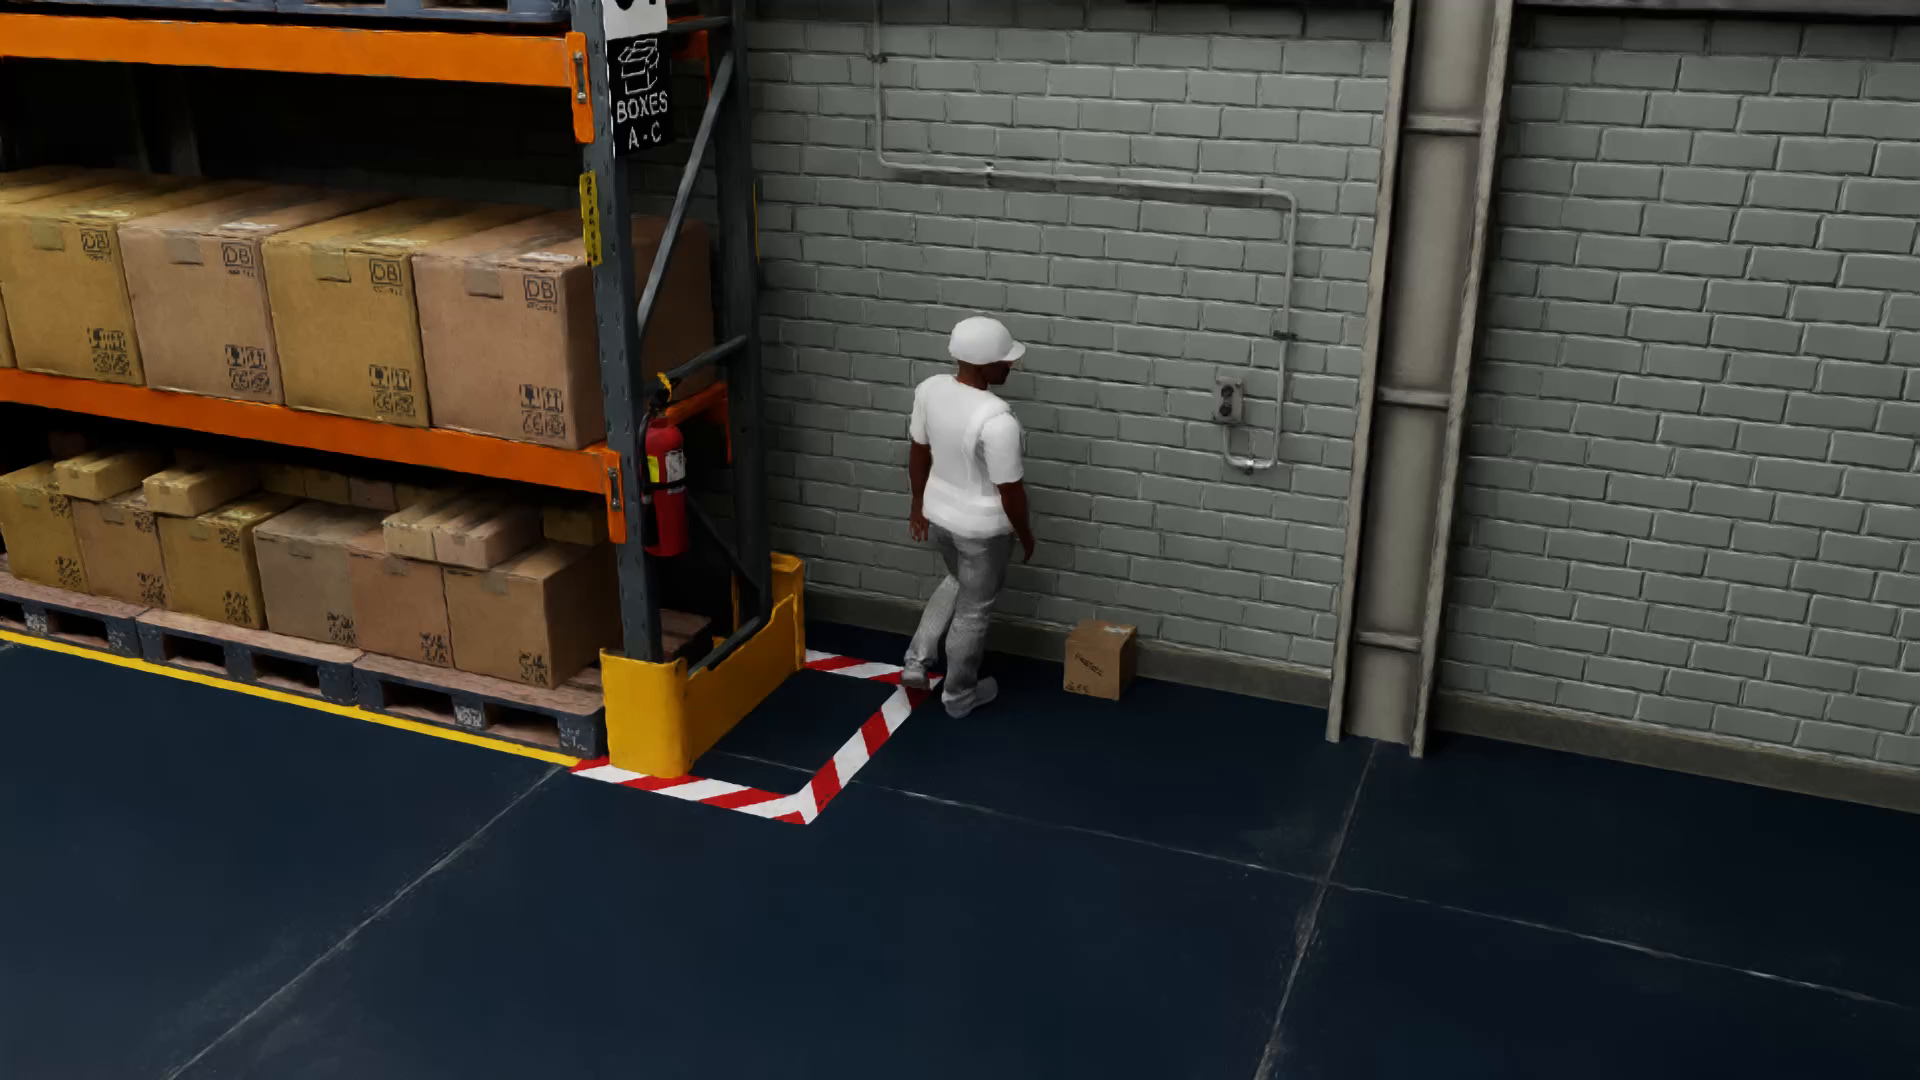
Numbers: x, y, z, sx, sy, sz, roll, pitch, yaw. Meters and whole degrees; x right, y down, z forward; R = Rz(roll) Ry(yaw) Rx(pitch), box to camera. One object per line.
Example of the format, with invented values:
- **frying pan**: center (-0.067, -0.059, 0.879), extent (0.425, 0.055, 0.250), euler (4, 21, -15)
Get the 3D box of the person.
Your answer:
- **person**: center (0.036, -0.078, 6.744), extent (0.438, 1.756, 0.649), euler (-18, 28, -37)
